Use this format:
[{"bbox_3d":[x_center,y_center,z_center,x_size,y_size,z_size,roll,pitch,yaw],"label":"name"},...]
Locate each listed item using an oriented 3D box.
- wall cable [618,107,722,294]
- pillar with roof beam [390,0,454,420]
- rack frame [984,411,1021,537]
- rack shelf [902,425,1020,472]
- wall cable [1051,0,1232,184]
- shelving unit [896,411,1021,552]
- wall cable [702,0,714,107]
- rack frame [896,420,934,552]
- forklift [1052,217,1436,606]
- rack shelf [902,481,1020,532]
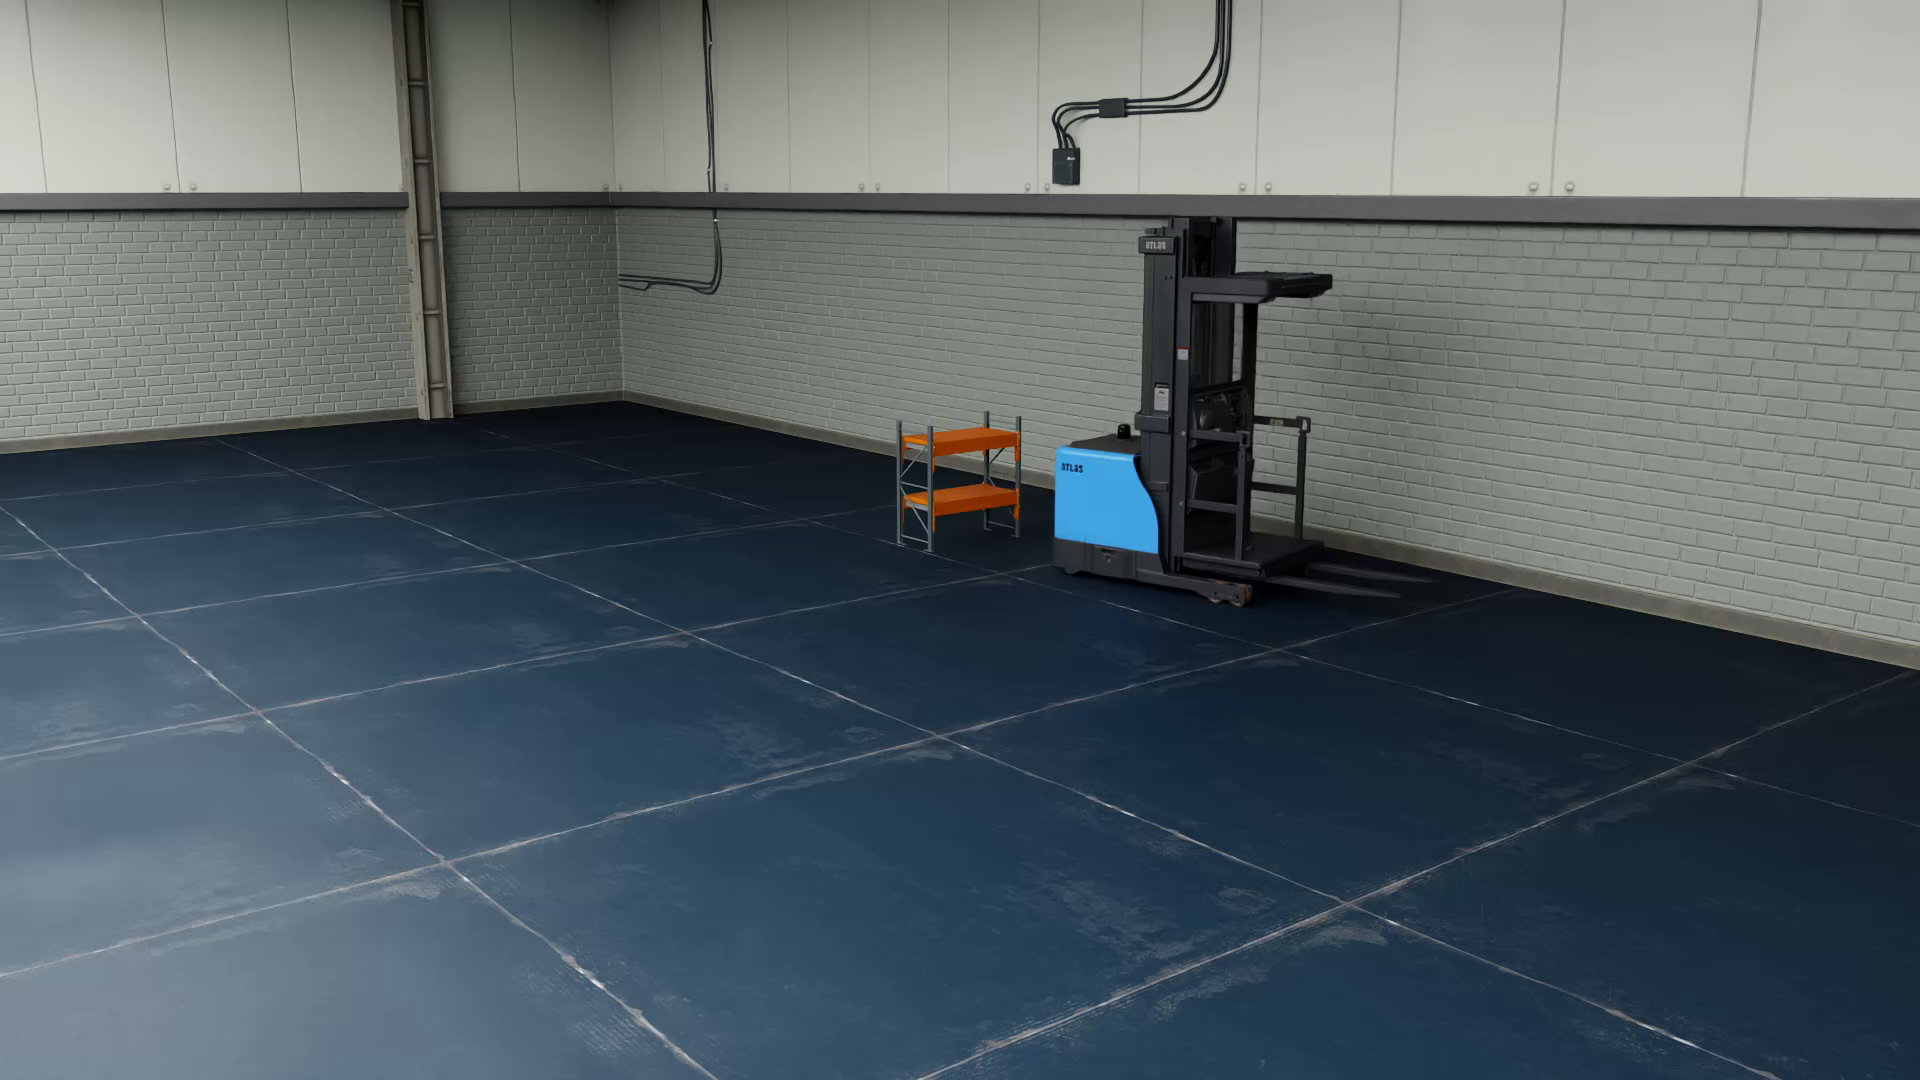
[{"bbox_3d":[-4.226,-4.768,23.514,0.112,2.526,3.097,-9,15,-38],"label":"wall cable"},{"bbox_3d":[-4.663,-5.421,19.113,0.400,9.000,9.100,-9,15,-38],"label":"pillar with roof beam"},{"bbox_3d":[0.392,-0.615,15.440,0.032,1.125,0.500,-9,15,-38],"label":"rack frame"},{"bbox_3d":[-0.005,-0.836,15.068,1.000,0.278,0.538,-9,15,-38],"label":"rack shelf"},{"bbox_3d":[1.693,-6.408,15.577,0.169,6.003,2.305,-9,15,-38],"label":"wall cable"},{"bbox_3d":[-0.005,-0.549,15.129,1.048,1.125,0.538,-9,15,-38],"label":"shelving unit"},{"bbox_3d":[-2.536,-6.799,20.923,0.112,2.526,3.097,-9,15,-38],"label":"wall cable"},{"bbox_3d":[-0.402,-0.483,14.818,0.032,1.125,0.500,-9,15,-38],"label":"rack frame"},{"bbox_3d":[2.246,-1.045,13.116,3.031,2.935,1.130,9,15,37],"label":"forklift"},{"bbox_3d":[-0.005,-0.310,15.180,1.000,0.278,0.538,-9,15,-38],"label":"rack shelf"}]
